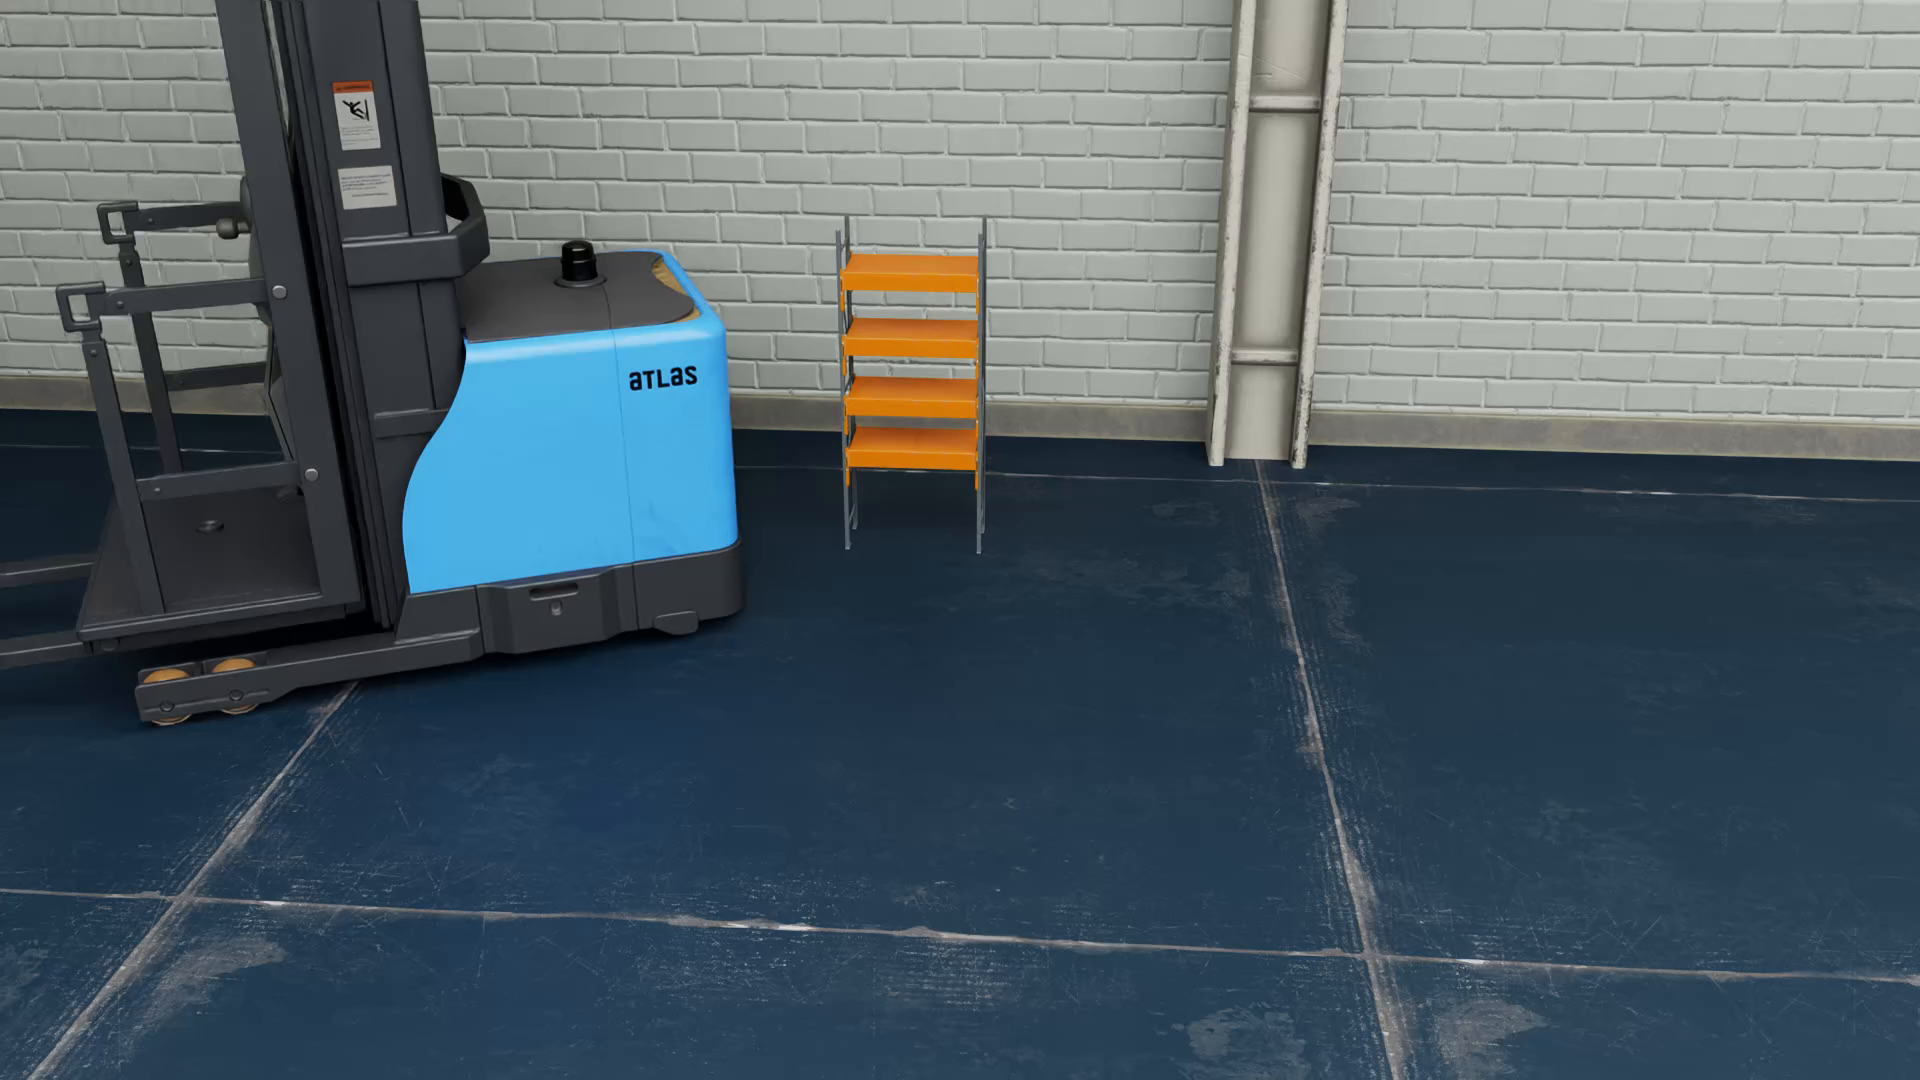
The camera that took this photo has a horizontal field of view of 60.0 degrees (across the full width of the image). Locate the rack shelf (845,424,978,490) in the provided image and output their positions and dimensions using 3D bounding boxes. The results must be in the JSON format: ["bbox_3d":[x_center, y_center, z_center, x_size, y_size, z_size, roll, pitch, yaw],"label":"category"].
[{"bbox_3d":[-0.165,-0.309,6.122,0.480,0.148,0.258,2,25,4],"label":"rack shelf"}]

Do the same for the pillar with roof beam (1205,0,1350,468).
[{"bbox_3d":[0.918,-2.662,1.269,0.400,9.000,9.100,2,25,4],"label":"pillar with roof beam"}]

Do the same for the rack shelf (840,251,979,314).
[{"bbox_3d":[-0.165,-0.907,5.846,0.480,0.148,0.258,2,25,4],"label":"rack shelf"}]

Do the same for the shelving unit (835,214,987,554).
[{"bbox_3d":[-0.165,-0.550,6.011,0.503,1.200,0.258,2,25,4],"label":"shelving unit"}]

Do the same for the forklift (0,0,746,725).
[{"bbox_3d":[-2.296,-1.020,4.961,3.031,2.935,1.130,-8,26,-18],"label":"forklift"}]

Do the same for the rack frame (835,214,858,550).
[{"bbox_3d":[-0.408,-0.558,6.028,0.015,1.200,0.240,2,25,4],"label":"rack frame"}]

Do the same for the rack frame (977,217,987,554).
[{"bbox_3d":[0.078,-0.543,5.994,0.015,1.200,0.240,2,25,4],"label":"rack frame"}]

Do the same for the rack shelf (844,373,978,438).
[{"bbox_3d":[-0.165,-0.489,6.039,0.480,0.148,0.258,2,25,4],"label":"rack shelf"}]

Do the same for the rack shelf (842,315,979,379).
[{"bbox_3d":[-0.165,-0.692,5.945,0.480,0.148,0.258,2,25,4],"label":"rack shelf"}]
